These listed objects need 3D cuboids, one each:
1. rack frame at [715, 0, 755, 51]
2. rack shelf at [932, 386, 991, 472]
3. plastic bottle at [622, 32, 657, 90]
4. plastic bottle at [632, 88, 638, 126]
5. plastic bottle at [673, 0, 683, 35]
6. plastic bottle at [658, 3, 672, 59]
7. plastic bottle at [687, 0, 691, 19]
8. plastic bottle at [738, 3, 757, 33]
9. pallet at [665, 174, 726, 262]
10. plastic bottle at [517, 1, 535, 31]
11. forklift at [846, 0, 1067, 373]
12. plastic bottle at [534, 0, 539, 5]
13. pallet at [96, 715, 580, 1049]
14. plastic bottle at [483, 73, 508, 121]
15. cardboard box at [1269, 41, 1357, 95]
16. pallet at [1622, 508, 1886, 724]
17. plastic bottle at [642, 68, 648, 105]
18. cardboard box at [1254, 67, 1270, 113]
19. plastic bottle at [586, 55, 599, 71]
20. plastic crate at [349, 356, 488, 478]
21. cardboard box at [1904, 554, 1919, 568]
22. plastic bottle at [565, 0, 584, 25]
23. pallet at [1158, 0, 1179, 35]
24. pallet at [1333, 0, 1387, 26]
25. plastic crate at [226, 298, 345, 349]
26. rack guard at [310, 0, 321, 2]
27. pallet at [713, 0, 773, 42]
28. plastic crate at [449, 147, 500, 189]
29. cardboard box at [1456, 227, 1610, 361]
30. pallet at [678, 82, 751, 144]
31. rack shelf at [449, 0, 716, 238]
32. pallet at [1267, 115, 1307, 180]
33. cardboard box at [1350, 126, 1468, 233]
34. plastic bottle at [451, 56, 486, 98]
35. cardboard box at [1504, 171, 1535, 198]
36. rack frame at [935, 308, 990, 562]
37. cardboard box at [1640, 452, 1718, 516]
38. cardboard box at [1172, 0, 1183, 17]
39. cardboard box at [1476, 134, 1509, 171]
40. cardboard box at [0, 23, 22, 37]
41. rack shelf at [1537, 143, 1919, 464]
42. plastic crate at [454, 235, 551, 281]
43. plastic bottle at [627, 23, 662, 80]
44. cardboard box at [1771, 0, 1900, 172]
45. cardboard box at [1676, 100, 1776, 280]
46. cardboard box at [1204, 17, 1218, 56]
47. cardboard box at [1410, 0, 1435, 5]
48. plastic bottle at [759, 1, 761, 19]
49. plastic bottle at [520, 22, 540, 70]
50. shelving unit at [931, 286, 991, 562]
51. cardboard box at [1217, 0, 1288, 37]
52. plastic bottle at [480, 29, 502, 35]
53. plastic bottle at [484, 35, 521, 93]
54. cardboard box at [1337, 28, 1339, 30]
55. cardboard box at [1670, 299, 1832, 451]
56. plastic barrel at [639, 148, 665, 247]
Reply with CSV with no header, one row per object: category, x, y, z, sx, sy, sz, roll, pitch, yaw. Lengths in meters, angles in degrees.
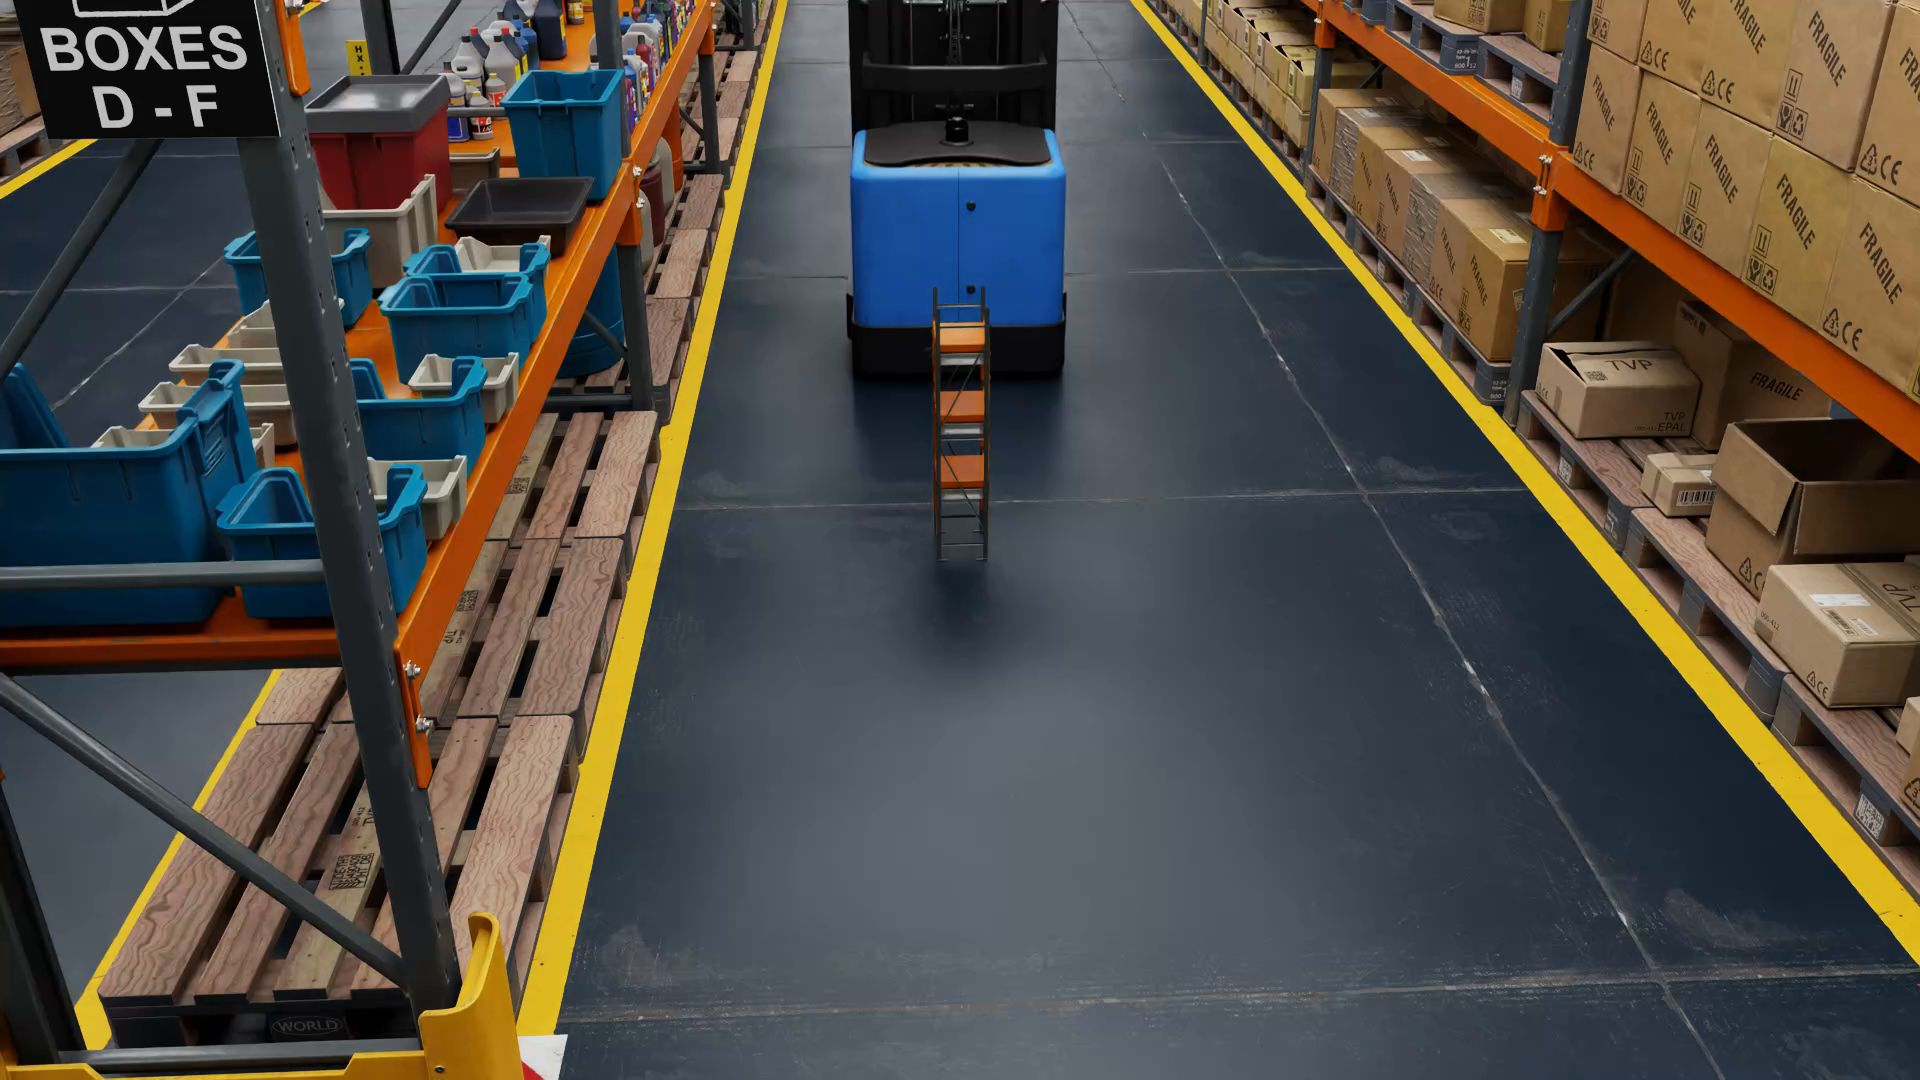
rack frame,-2.306,-5.461,13.977,1.000,3.000,0.127,-1,28,-3
rack shelf,0.003,-0.431,6.465,0.215,0.259,0.240,-1,28,-3
plastic bottle,-1.580,-2.362,8.170,0.152,0.276,0.135,-1,28,-3
plastic bottle,-1.512,-1.973,7.504,0.097,0.201,0.097,0,28,0
plastic bottle,-1.624,-2.964,9.405,0.097,0.201,0.097,0,28,0
plastic bottle,-1.573,-2.711,8.830,0.061,0.283,0.133,-1,28,-3
plastic bottle,-1.650,-3.189,9.836,0.097,0.201,0.097,0,28,0
plastic bottle,-1.929,-4.755,15.093,0.152,0.276,0.135,0,28,-1
pallet,-2.014,-2.015,10.384,1.003,0.211,1.213,-1,28,-3
plastic bottle,-2.325,-2.711,8.838,0.152,0.276,0.135,-1,28,-3
forklift,-0.041,-2.759,8.870,1.130,2.935,3.031,-1,28,-1
plastic bottle,-2.375,-2.913,9.231,0.097,0.271,0.097,0,28,0
pallet,-1.683,0.935,4.729,1.003,0.211,1.213,-1,28,-3
plastic bottle,-2.127,-2.033,7.619,0.097,0.201,0.097,0,28,0
cardboard box,2.543,-3.423,11.983,0.500,0.311,0.500,-2,28,-3
pallet,3.161,0.234,6.074,1.003,0.211,1.213,-1,28,-3
plastic bottle,-1.535,-2.170,7.881,0.097,0.201,0.097,0,28,0
cardboard box,2.525,-3.406,12.557,0.500,0.250,0.500,-1,28,-1
plastic bottle,-1.585,-1.934,7.268,0.144,0.351,0.185,-1,28,-3
plastic crate,-1.398,-0.298,4.194,0.416,0.233,0.300,-1,28,-3
cardboard box,3.470,0.267,5.492,0.500,0.250,0.500,-1,28,-3
plastic bottle,-2.249,-3.116,9.696,0.097,0.201,0.097,0,28,0
pallet,2.575,-5.276,16.637,1.003,0.211,1.213,-1,28,-3
pallet,2.956,-3.335,10.109,1.213,0.211,1.003,-1,28,-3
plastic crate,-1.976,-0.600,4.877,0.298,0.136,0.250,-1,28,-3
rack guard,-7.457,-6.045,17.801,1.175,0.500,0.348,-1,28,-3
pallet,-2.366,-5.101,16.302,1.003,0.211,1.213,-1,28,-3
plastic crate,-2.006,-1.458,6.522,0.396,0.136,0.243,-1,28,-3
cardboard box,2.747,-1.192,8.020,0.500,0.500,0.500,-2,28,-3
pallet,-2.159,-3.298,12.846,1.003,0.211,1.213,-1,28,-3
rack shelf,-1.992,-2.371,8.831,1.077,0.370,4.000,-1,28,-3
pallet,2.846,-2.877,12.037,1.003,0.211,1.213,-1,28,-3
cardboard box,2.643,-2.128,9.814,0.500,0.500,0.500,-2,28,-3
plastic bottle,-2.250,-2.055,7.580,0.152,0.276,0.135,-1,28,-3
cardboard box,3.219,-1.678,8.950,0.500,0.500,0.500,-1,28,-2
rack frame,0.009,-0.384,6.352,0.200,1.050,0.008,-1,28,-3
cardboard box,2.920,-0.225,6.526,0.380,0.166,0.250,-1,28,-3
cardboard box,2.342,-5.217,16.028,0.500,0.250,0.500,-1,28,-3
cardboard box,3.198,-2.227,9.192,0.500,0.250,0.500,-2,28,-4
cardboard box,-7.206,-3.665,12.761,0.700,0.500,0.500,-4,28,-7
rack shelf,3.163,-0.642,5.515,1.077,0.370,4.000,-1,28,-3
plastic crate,-1.497,-0.880,5.413,0.293,0.136,0.466,-1,28,-3
plastic bottle,-1.592,-2.469,8.375,0.152,0.276,0.135,-1,28,-3
cardboard box,2.884,-1.434,5.066,0.500,0.500,0.500,-1,28,-1
cardboard box,2.867,-1.220,5.736,0.500,0.500,0.500,-2,28,-3
cardboard box,2.415,-4.354,14.373,0.500,0.250,0.500,-2,28,-4
cardboard box,2.853,-3.247,9.170,0.700,0.500,0.500,4,28,7
plastic bottle,-1.935,-5.017,15.675,0.097,0.201,0.097,0,28,0
plastic bottle,-2.172,-2.466,8.374,0.097,0.271,0.097,0,28,0
shelving unit,0.003,-0.441,6.460,0.215,1.050,0.252,-1,28,-3
cardboard box,2.435,-4.367,13.791,0.500,0.311,0.500,-2,28,-3
plastic bottle,-2.284,-2.350,8.146,0.152,0.276,0.135,-1,28,-3
plastic bottle,-2.119,-2.165,7.711,0.144,0.351,0.185,-1,28,-3
cardboard box,3.028,-3.912,12.920,0.500,0.311,0.500,-2,28,-3
cardboard box,3.372,-0.715,7.105,0.500,0.500,0.500,-1,28,-3
plastic barrel,-1.995,-1.984,9.464,0.600,0.588,0.708,-1,28,-3
